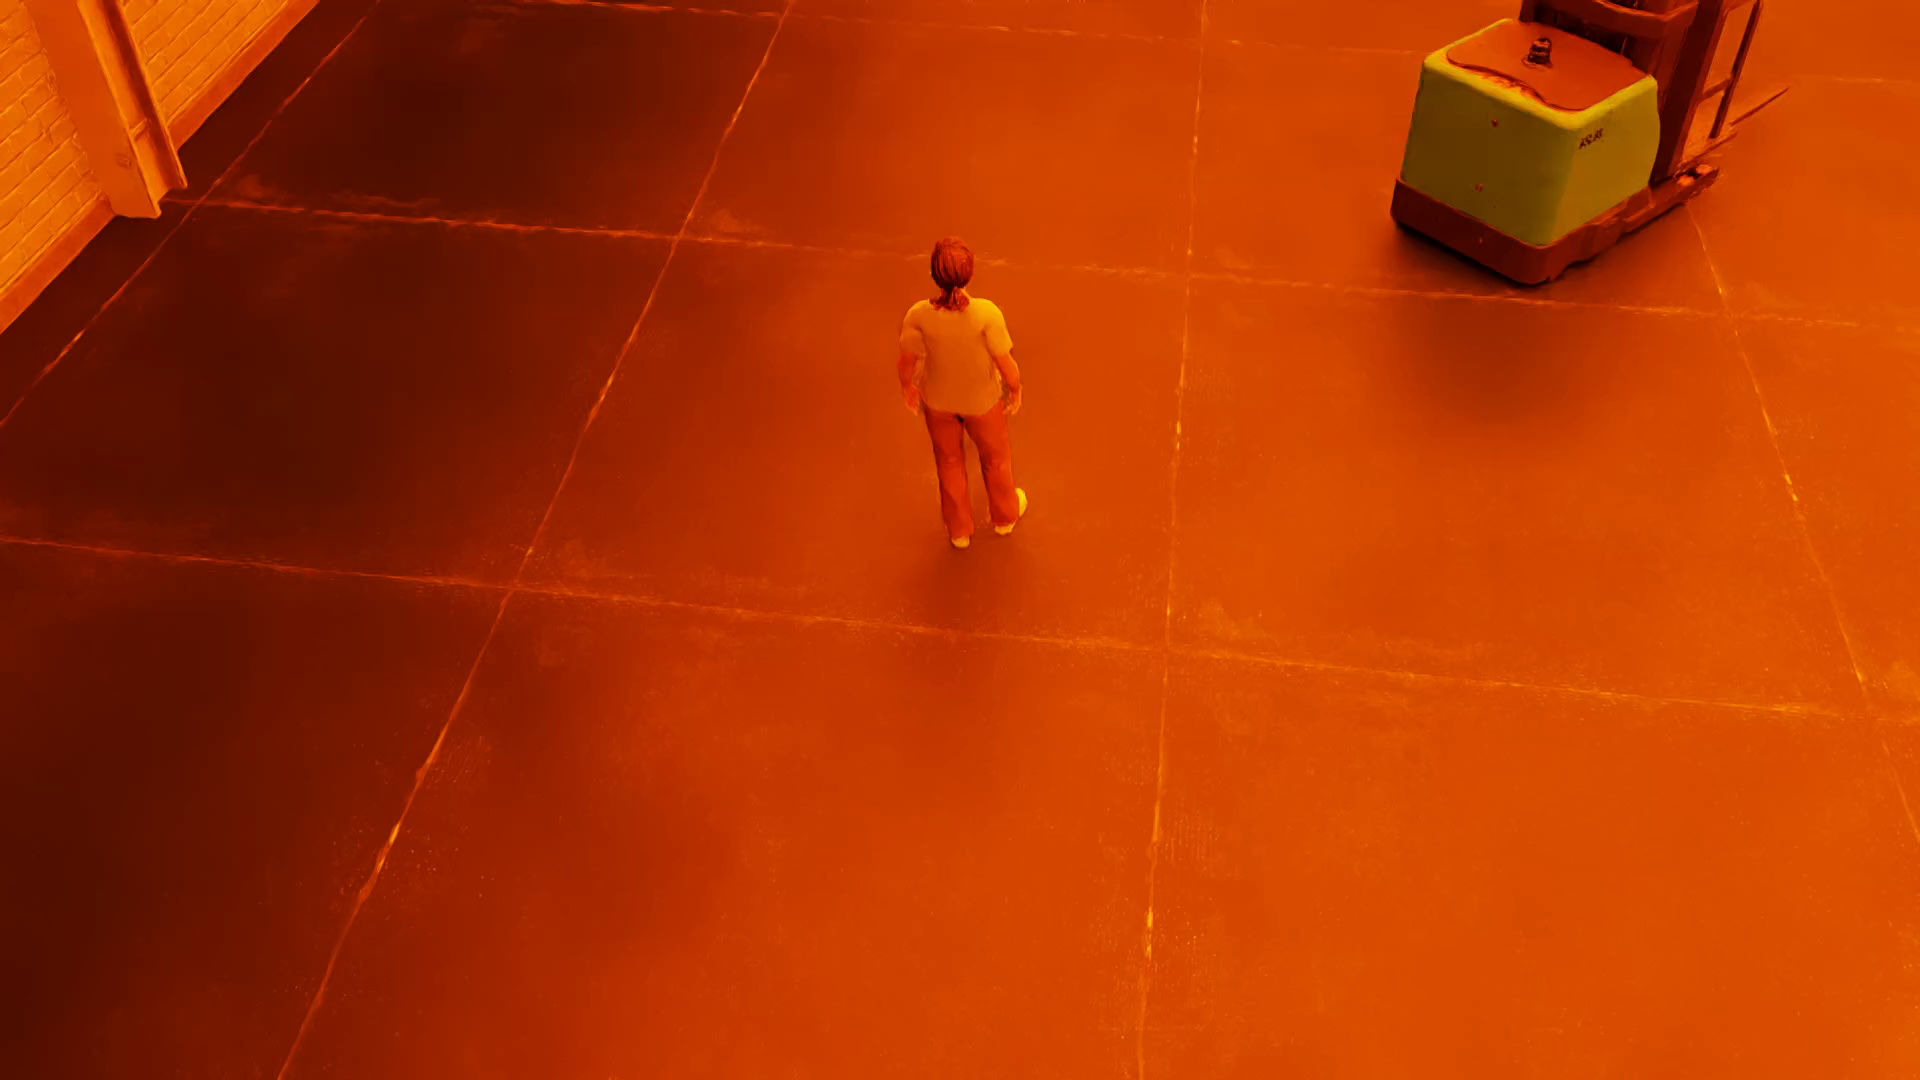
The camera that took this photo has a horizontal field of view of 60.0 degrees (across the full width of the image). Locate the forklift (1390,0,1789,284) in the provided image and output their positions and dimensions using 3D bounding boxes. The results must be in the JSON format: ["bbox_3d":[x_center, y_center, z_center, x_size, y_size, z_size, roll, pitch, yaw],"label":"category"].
[{"bbox_3d":[4.009,-3.373,9.396,3.031,2.935,1.130,-30,50,-29],"label":"forklift"}]

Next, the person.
[{"bbox_3d":[0.021,-0.671,7.372,0.554,1.674,0.548,5,43,6],"label":"person"}]
